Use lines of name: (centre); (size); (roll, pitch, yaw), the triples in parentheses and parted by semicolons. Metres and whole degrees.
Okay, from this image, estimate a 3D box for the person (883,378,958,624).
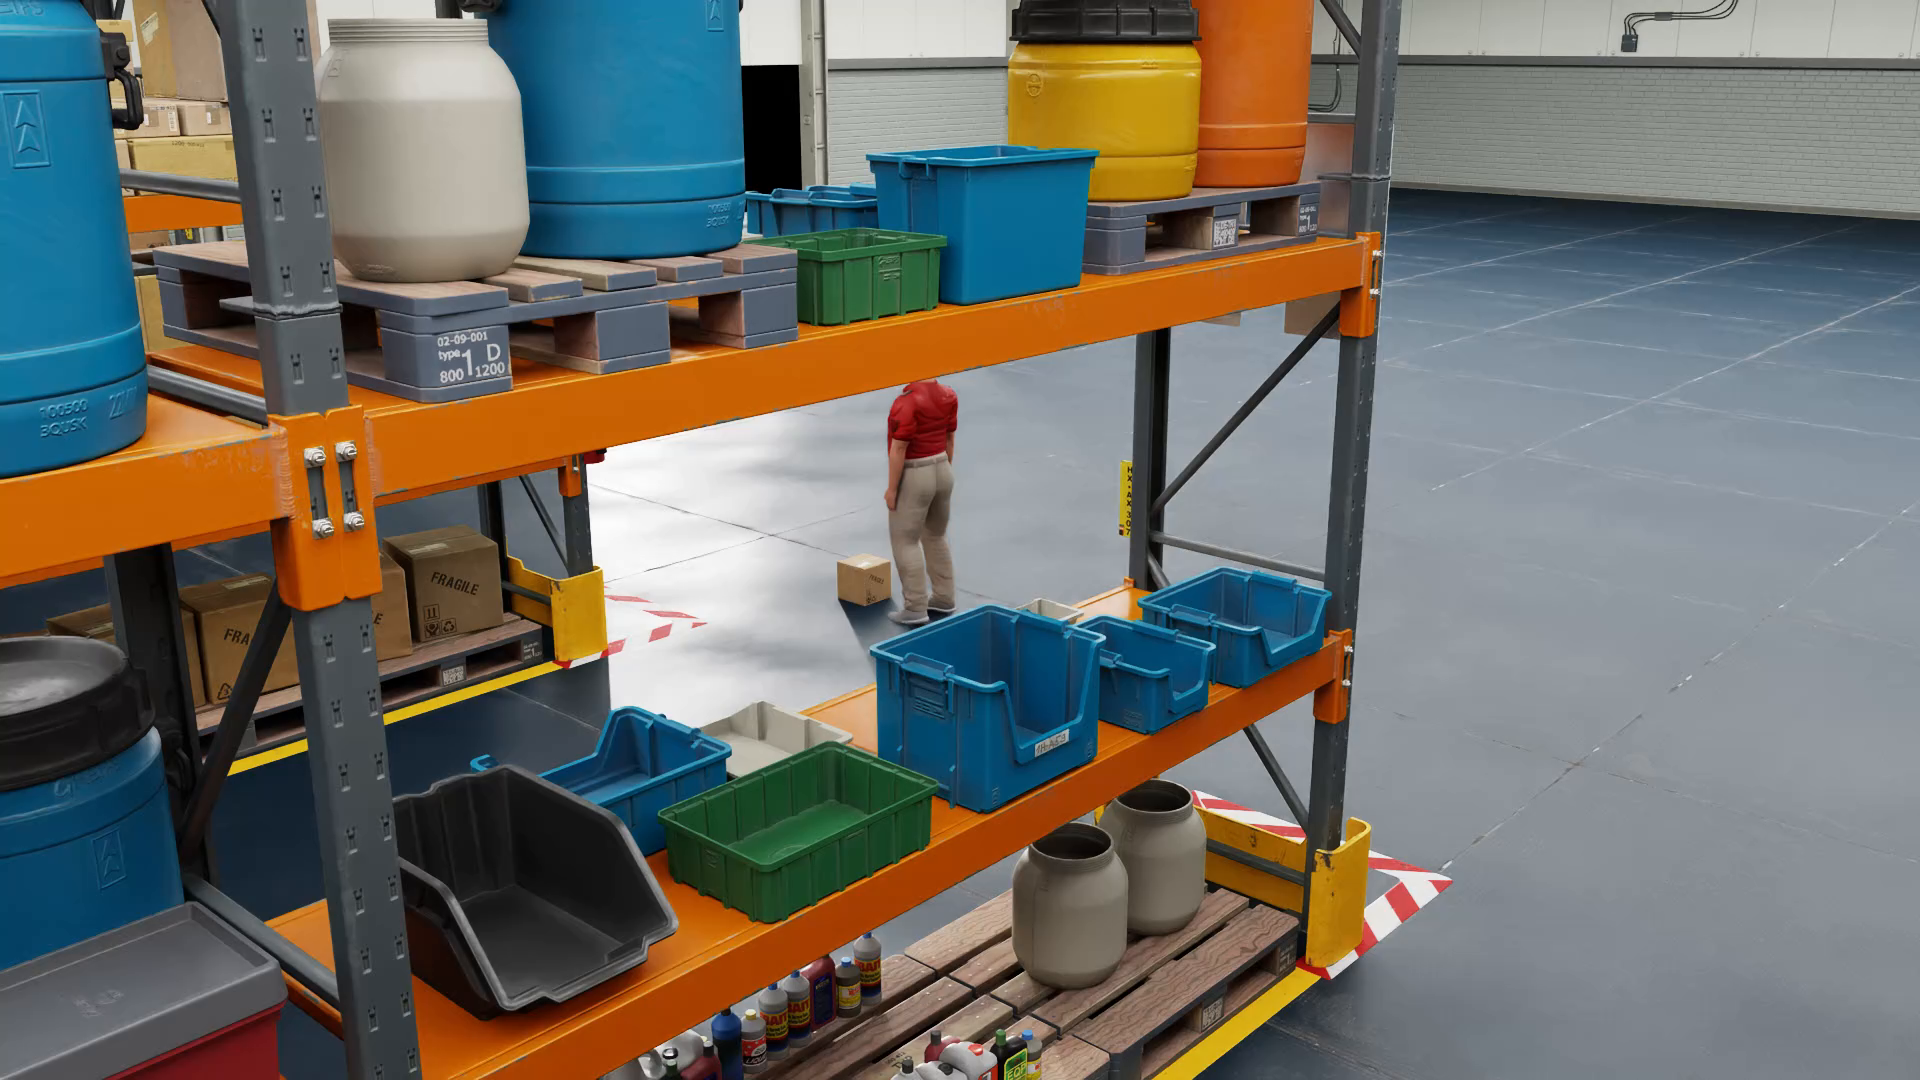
person: (-0.264, -0.337, 10.247); (0.365, 1.748, 0.527); (15, 22, 41)
